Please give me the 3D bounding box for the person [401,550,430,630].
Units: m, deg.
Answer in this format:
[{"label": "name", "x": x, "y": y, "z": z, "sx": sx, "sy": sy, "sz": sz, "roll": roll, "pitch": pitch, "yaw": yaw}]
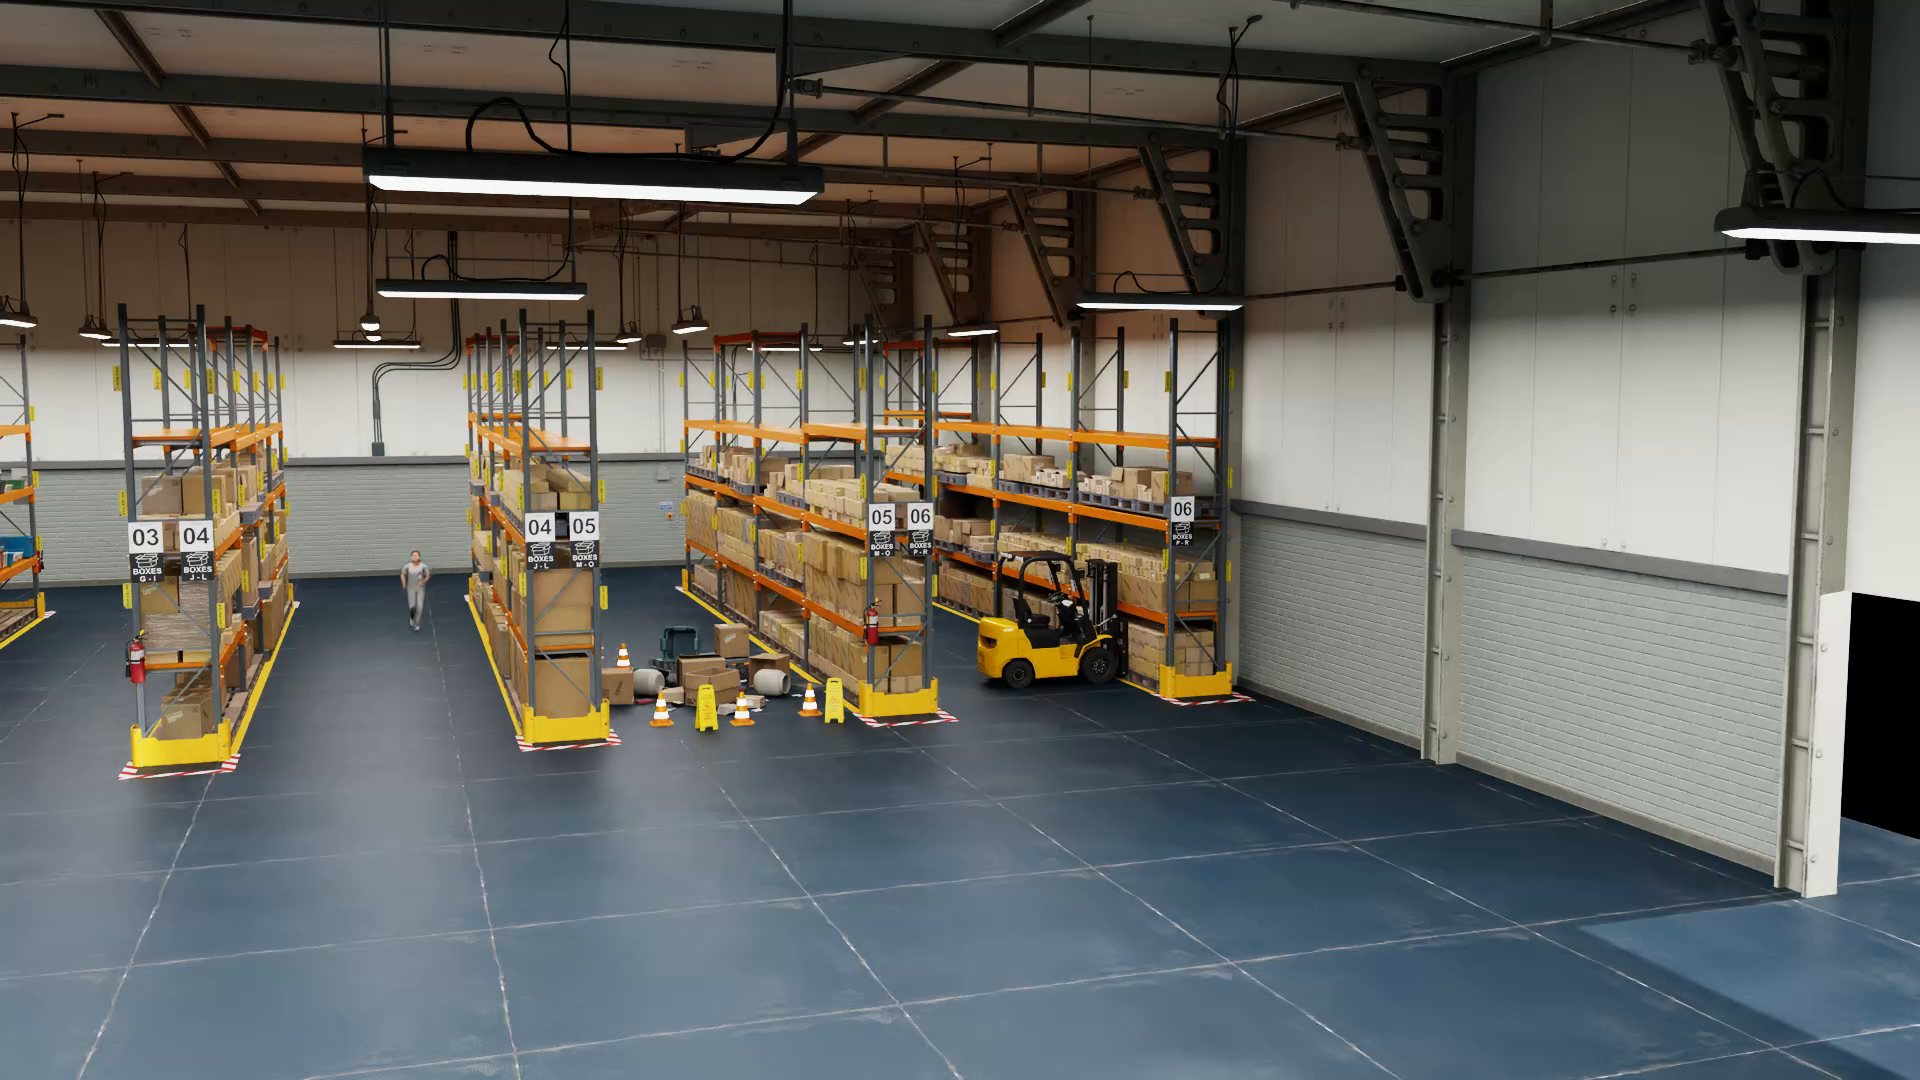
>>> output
[{"label": "person", "x": -10.936, "y": 1.023, "z": 33.428, "sx": 0.564, "sy": 1.629, "sz": 0.546, "roll": -2, "pitch": 6, "yaw": -19}]
